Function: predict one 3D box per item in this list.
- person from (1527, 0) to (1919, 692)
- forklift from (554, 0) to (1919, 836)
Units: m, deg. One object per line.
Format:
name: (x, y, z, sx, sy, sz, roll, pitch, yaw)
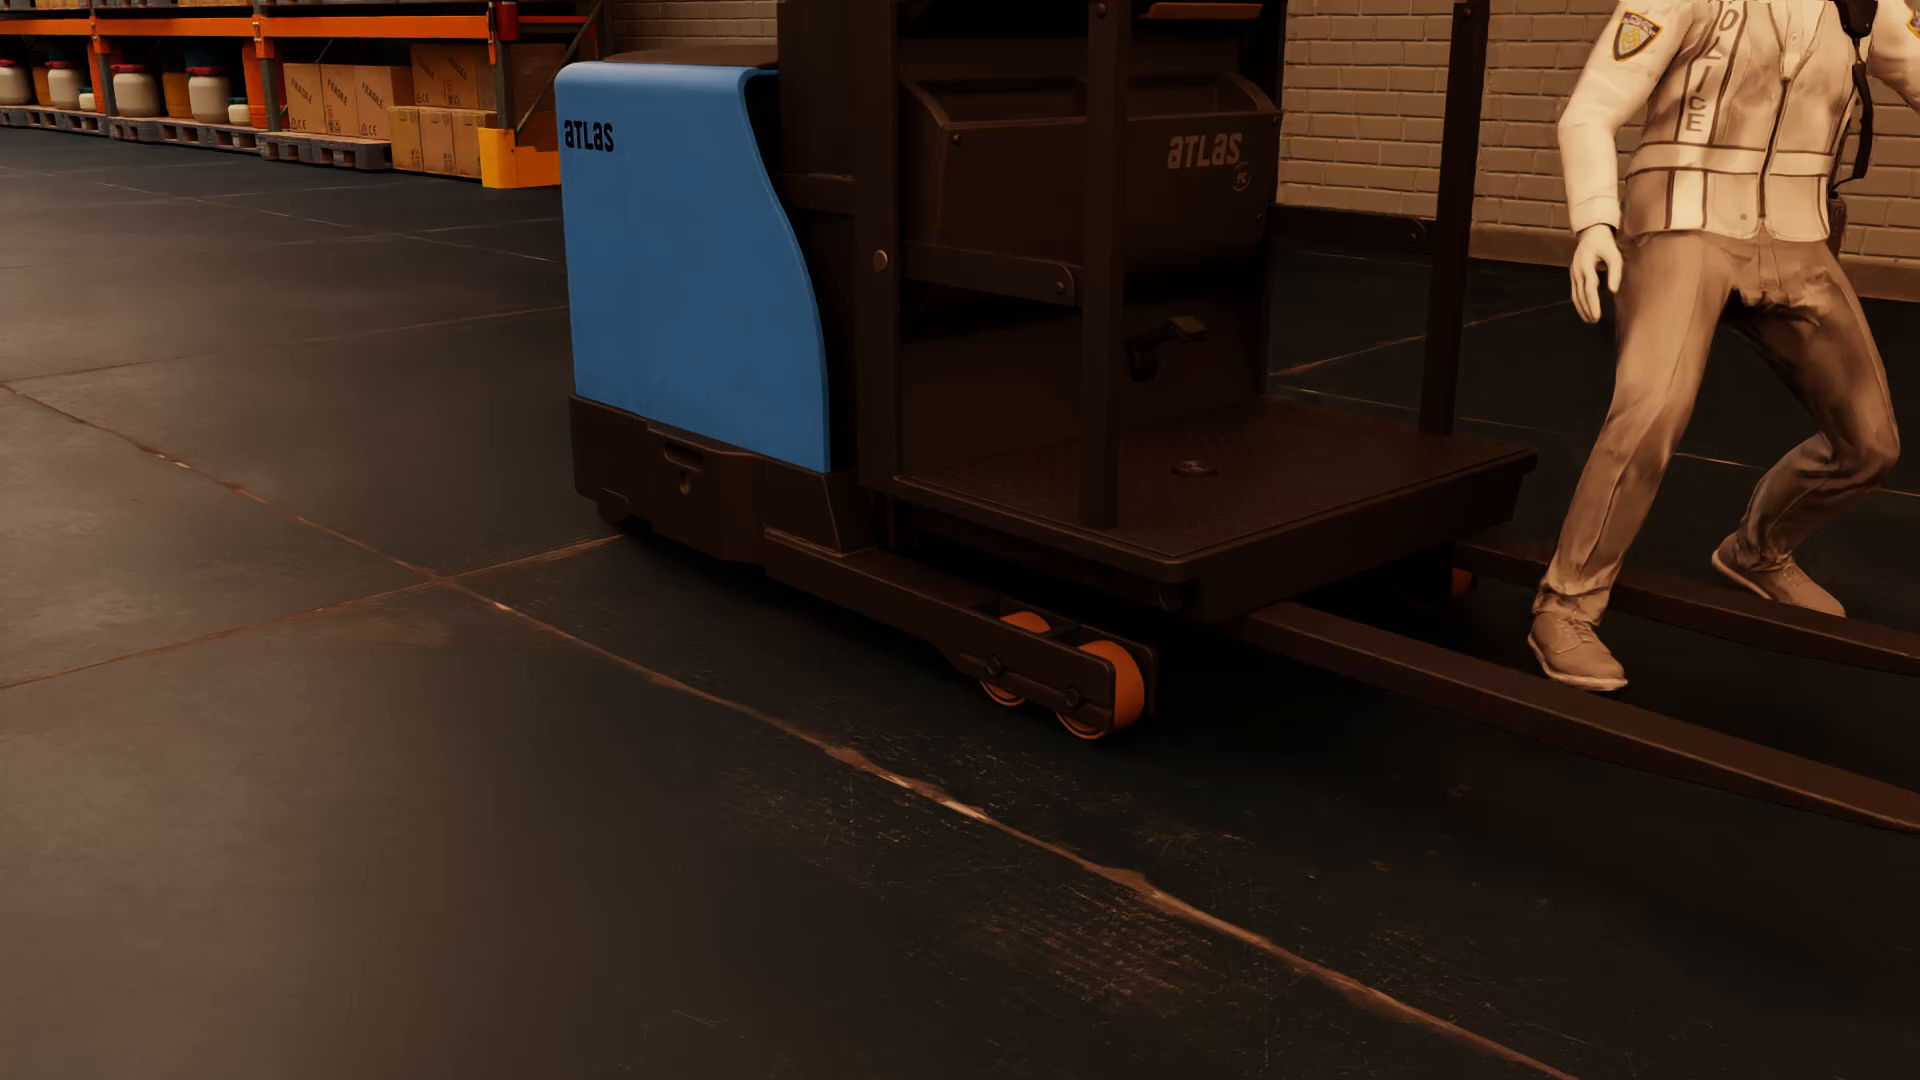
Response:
person: (1.424, -0.500, 2.928, 0.922, 1.554, 0.794, -1, 17, -5)
forklift: (0.417, -1.233, 2.918, 1.130, 2.935, 3.031, -15, 22, -40)
